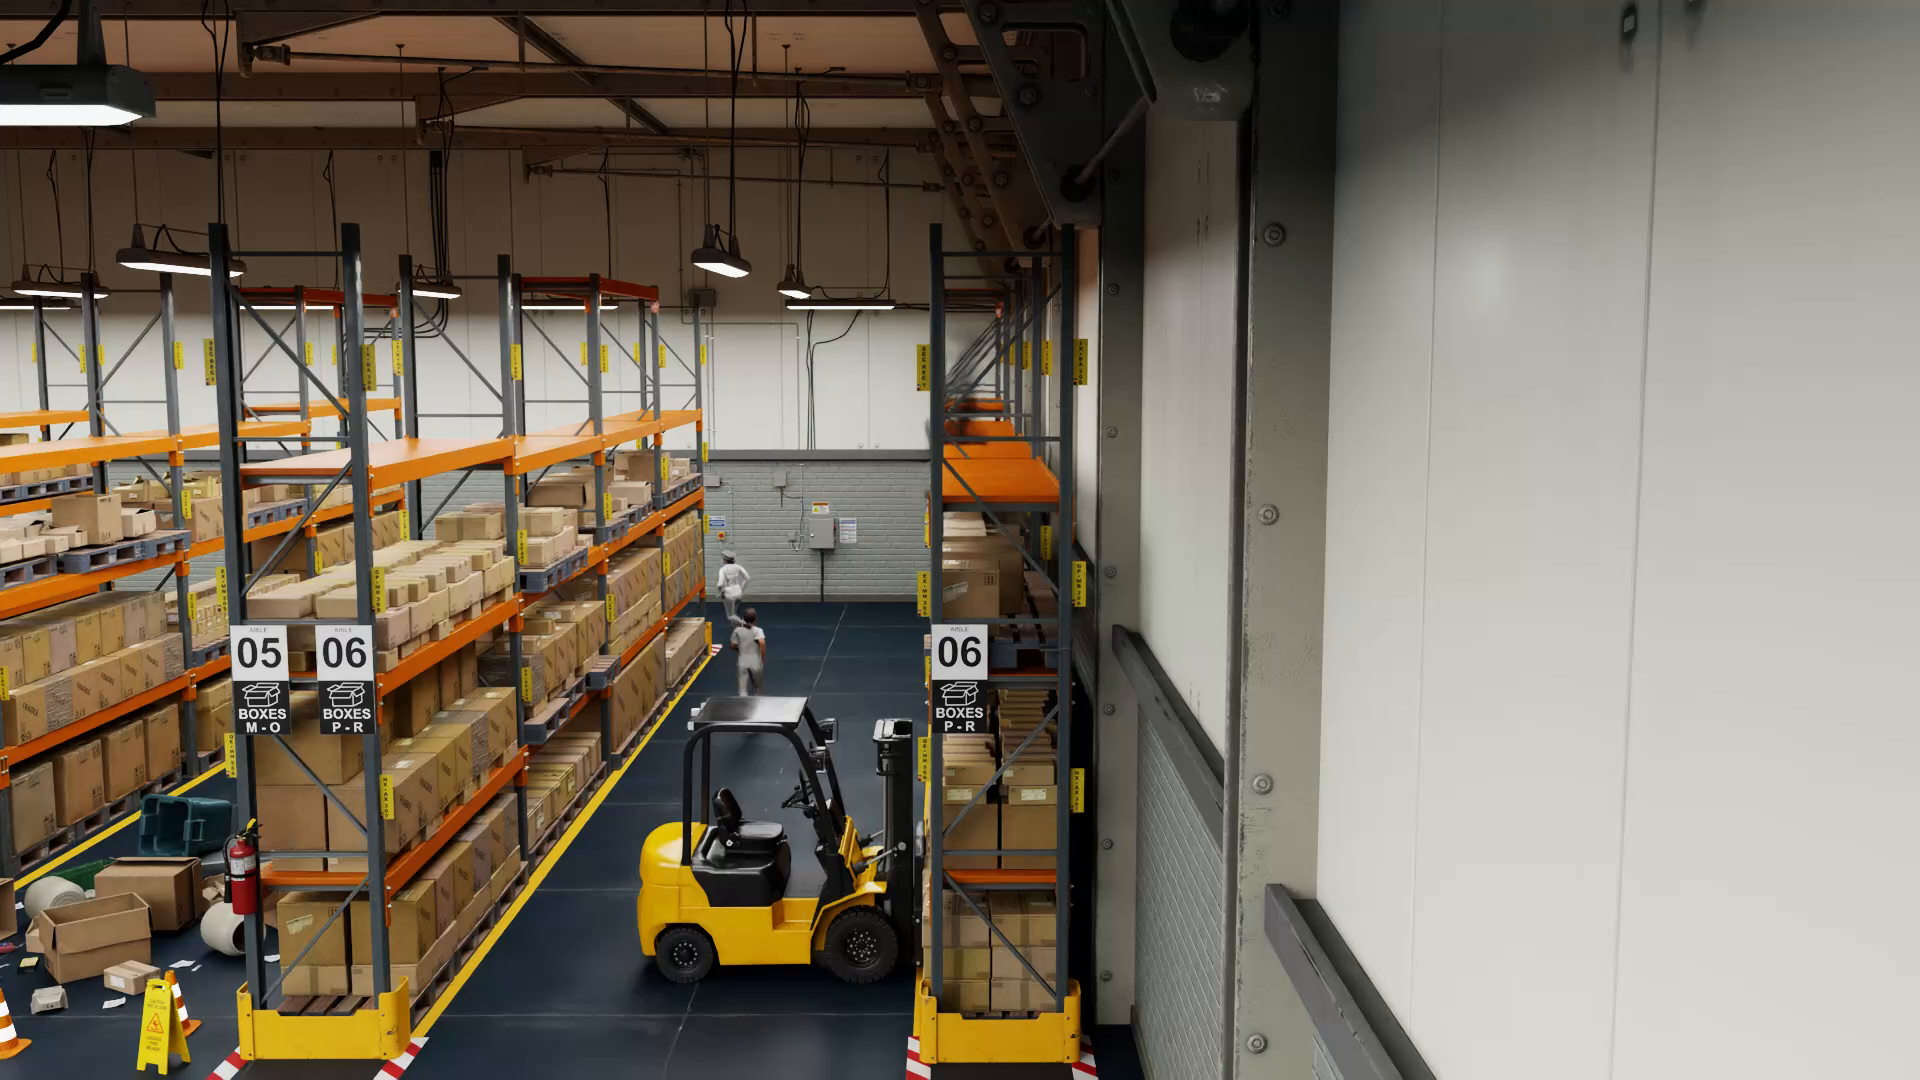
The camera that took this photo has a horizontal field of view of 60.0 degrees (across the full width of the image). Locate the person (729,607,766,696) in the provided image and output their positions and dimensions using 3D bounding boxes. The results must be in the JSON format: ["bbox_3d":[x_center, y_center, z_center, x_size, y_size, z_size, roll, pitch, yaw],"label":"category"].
[{"bbox_3d":[-2.834,1.690,22.204,0.520,1.554,0.947,0,7,-1],"label":"person"}]

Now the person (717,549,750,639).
[{"bbox_3d":[-3.965,0.987,28.978,0.663,1.652,0.709,-6,9,-44],"label":"person"}]
